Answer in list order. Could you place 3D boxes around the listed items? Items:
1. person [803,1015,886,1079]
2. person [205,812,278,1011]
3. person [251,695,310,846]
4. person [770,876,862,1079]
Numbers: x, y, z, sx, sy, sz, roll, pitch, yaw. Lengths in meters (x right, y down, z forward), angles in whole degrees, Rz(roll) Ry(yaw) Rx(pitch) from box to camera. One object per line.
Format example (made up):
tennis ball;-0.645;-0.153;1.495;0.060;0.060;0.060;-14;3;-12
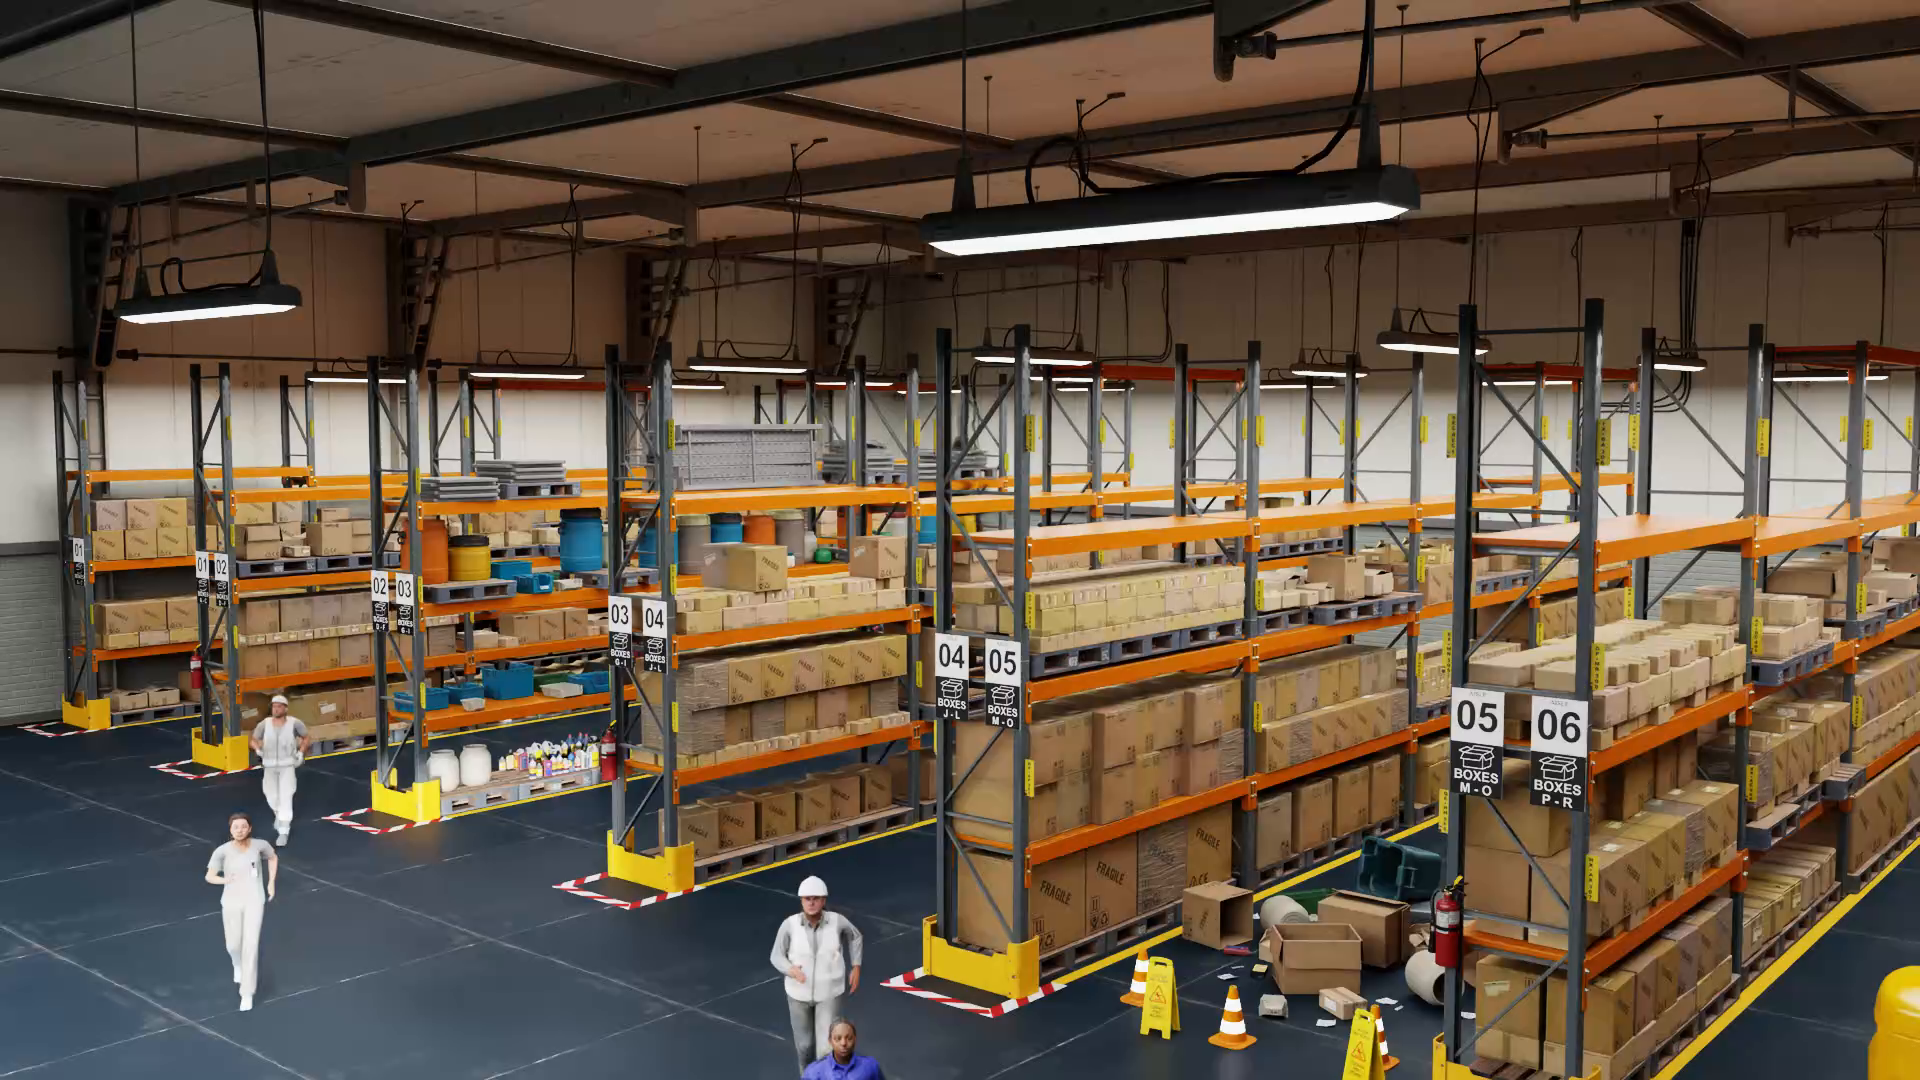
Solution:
person;-0.687;3.636;9.929;0.589;1.617;0.784;-1;4;-9
person;-6.381;3.238;14.796;0.584;1.662;0.929;-2;4;-21
person;-8.376;2.801;20.460;0.667;1.792;0.828;-1;4;-10
person;-1.070;3.402;12.353;0.668;1.853;0.764;0;4;0
